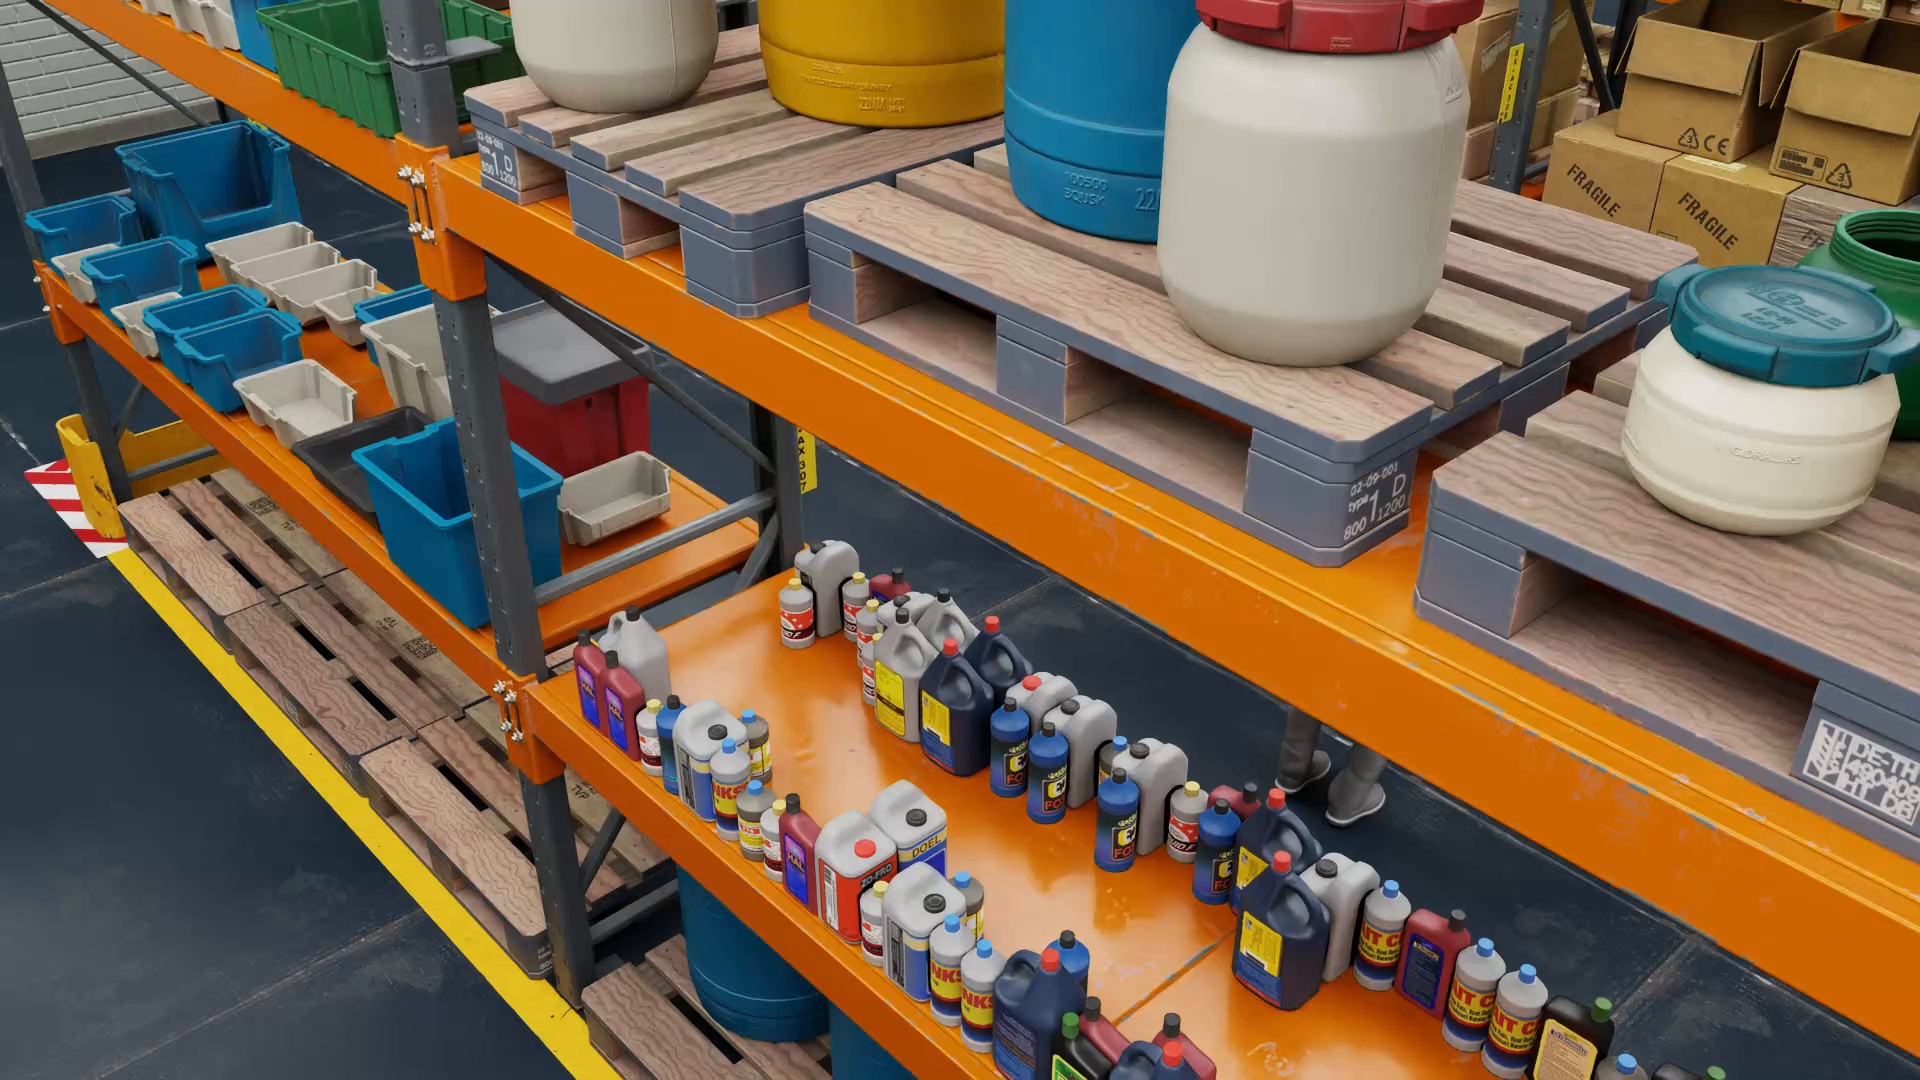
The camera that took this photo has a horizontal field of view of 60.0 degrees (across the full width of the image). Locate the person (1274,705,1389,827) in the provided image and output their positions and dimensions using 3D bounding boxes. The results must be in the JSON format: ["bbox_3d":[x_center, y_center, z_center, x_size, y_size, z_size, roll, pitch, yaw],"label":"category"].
[{"bbox_3d":[1.391,0.321,5.892,0.708,1.387,0.496,-26,40,-35],"label":"person"}]
